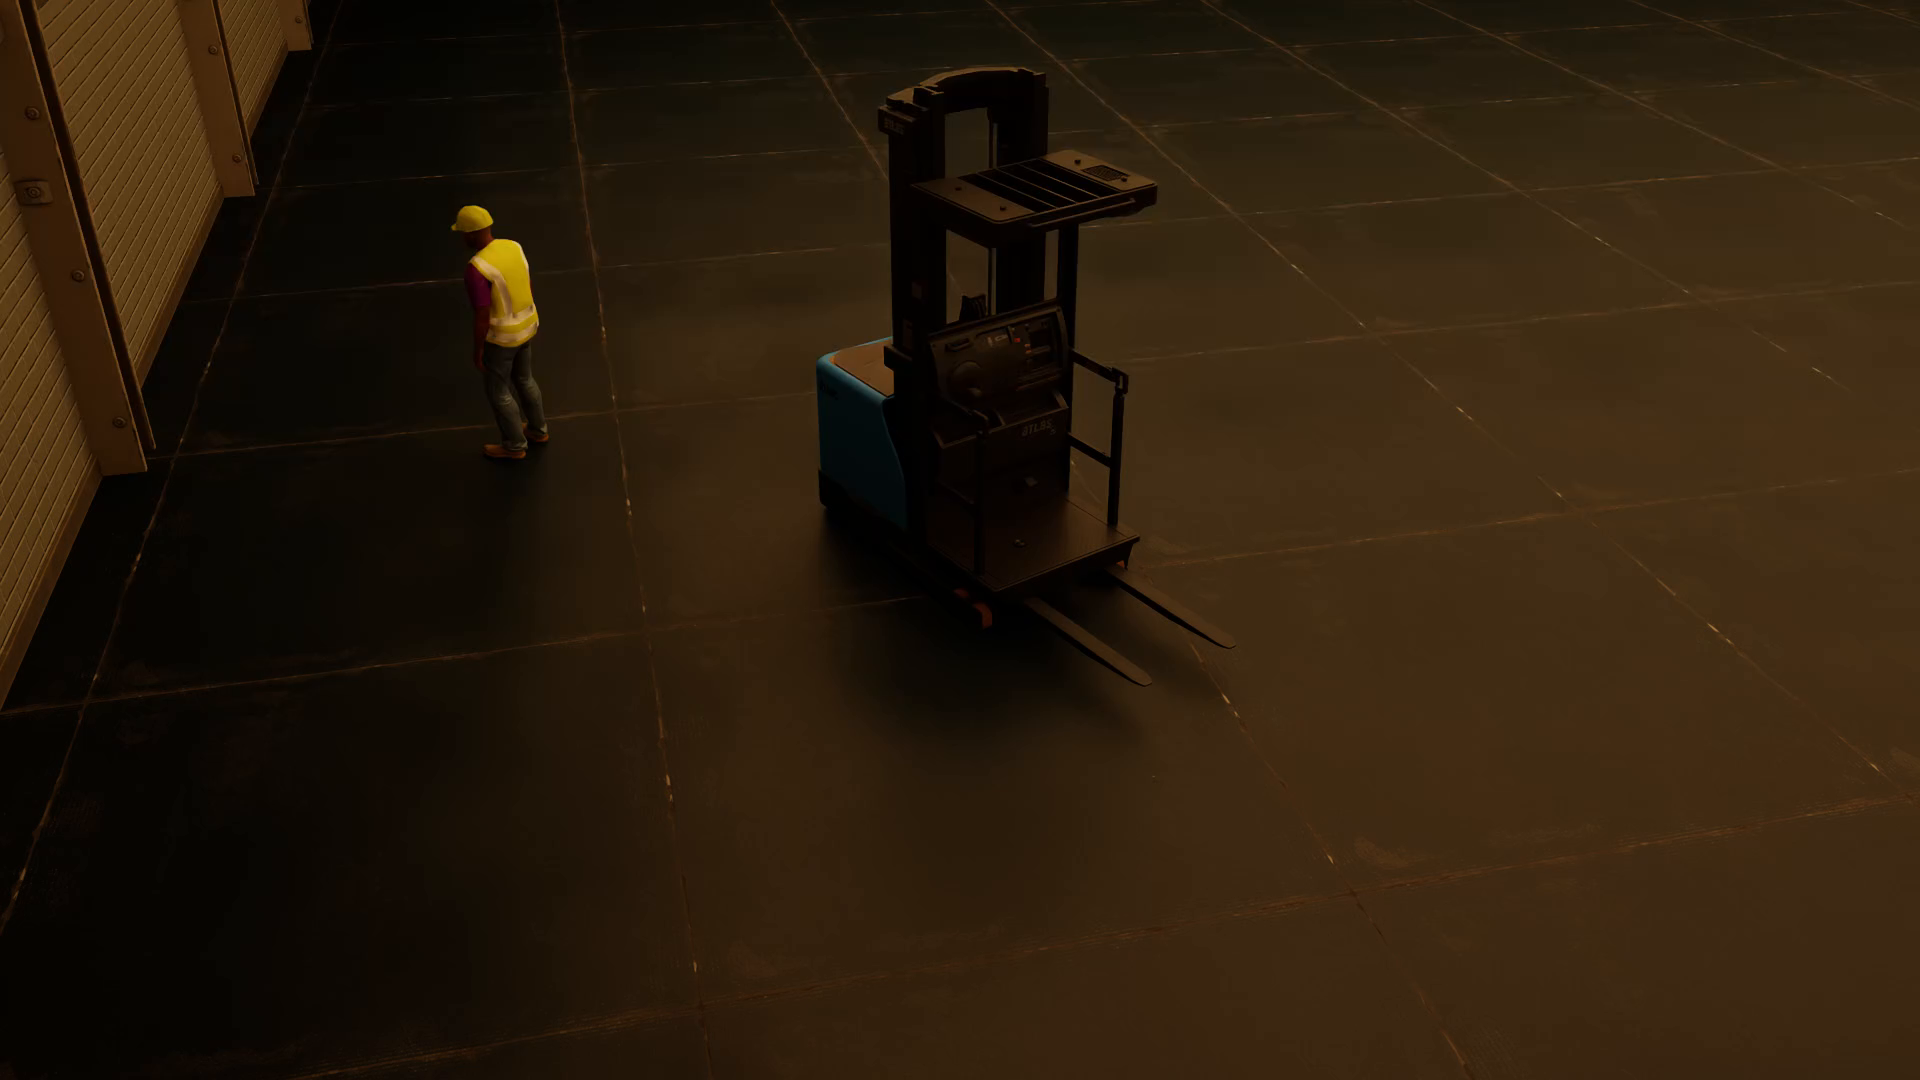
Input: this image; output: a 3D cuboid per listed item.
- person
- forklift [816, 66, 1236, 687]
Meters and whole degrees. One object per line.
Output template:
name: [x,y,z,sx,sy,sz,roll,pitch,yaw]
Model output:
person: [-3.079,-1.396,11.159,0.463,1.759,0.626,11,32,18]
forklift: [0.355,-1.021,9.338,1.130,2.935,3.031,-20,35,-30]
